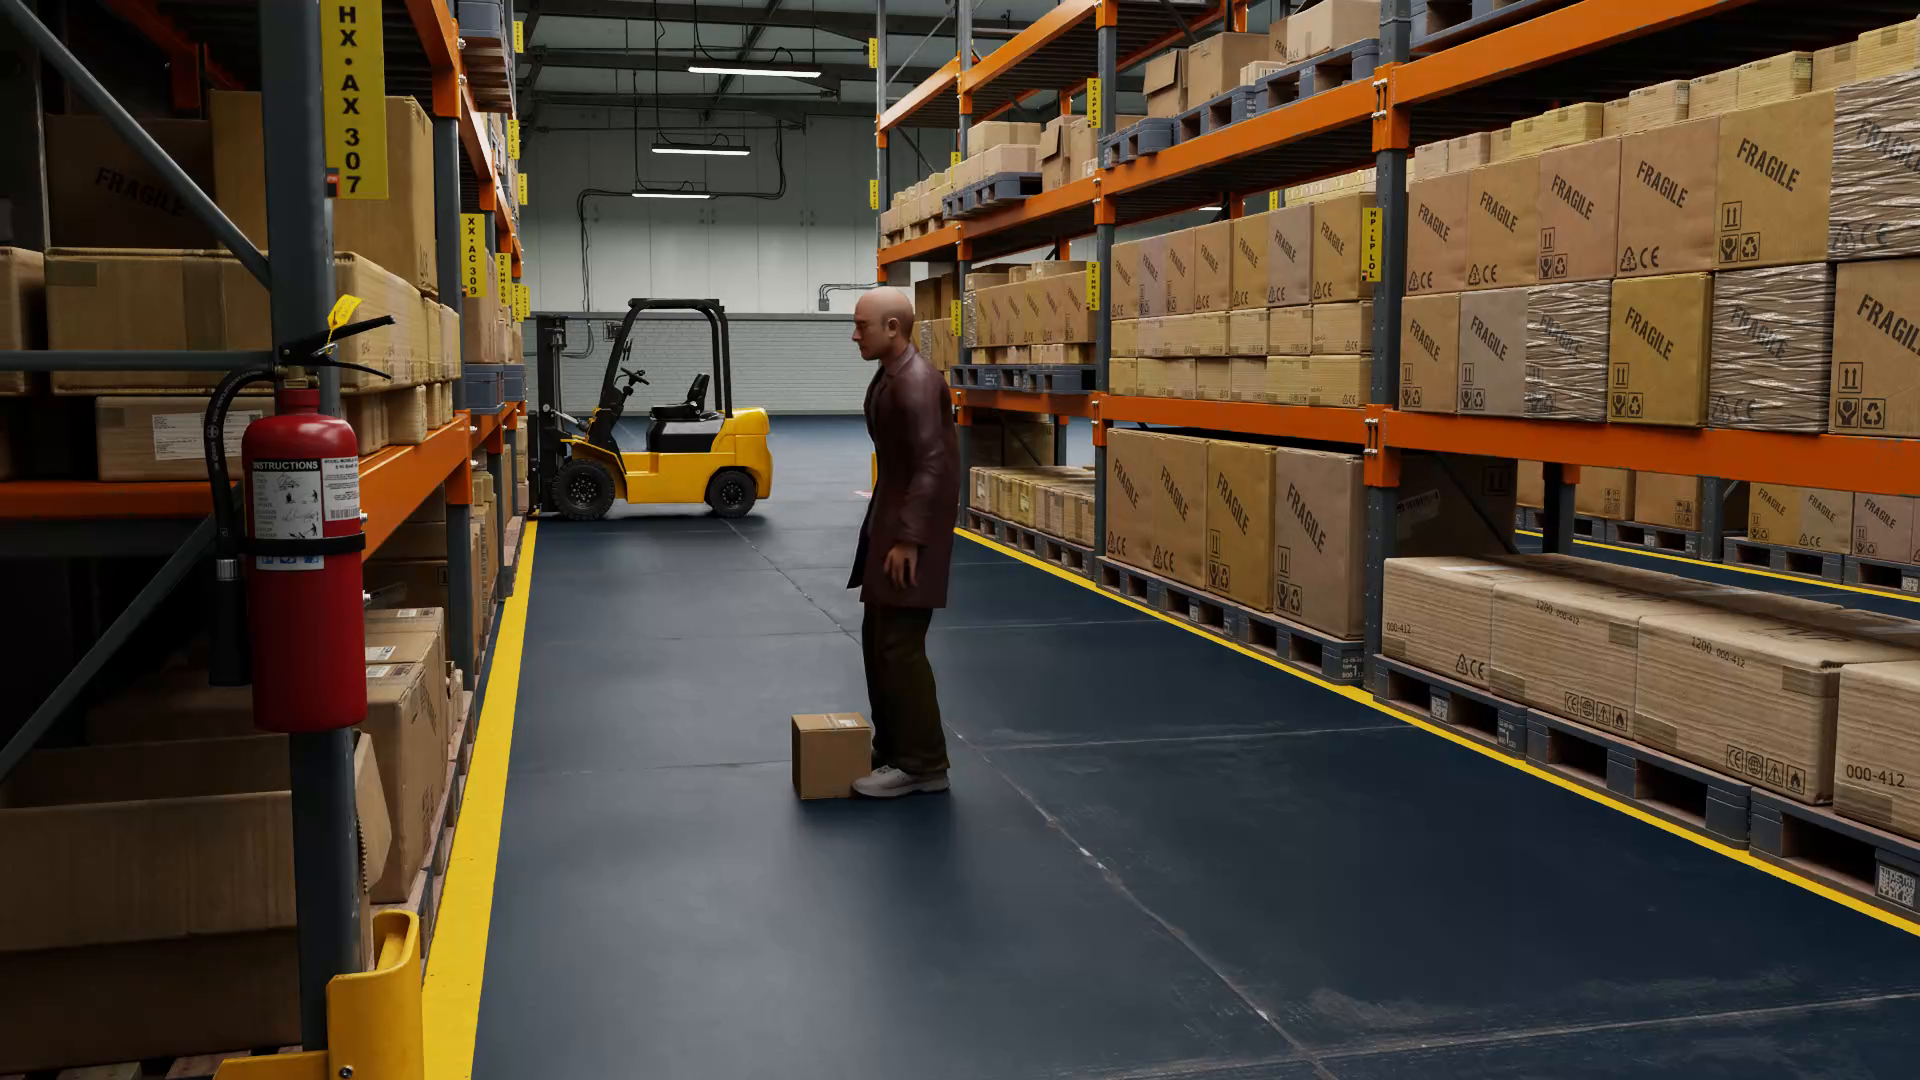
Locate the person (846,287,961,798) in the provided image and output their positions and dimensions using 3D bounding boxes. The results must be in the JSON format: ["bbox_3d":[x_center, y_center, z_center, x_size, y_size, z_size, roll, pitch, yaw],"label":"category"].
[{"bbox_3d":[-0.221,-0.001,5.898,0.428,1.773,0.643,-1,6,-13],"label":"person"}]
